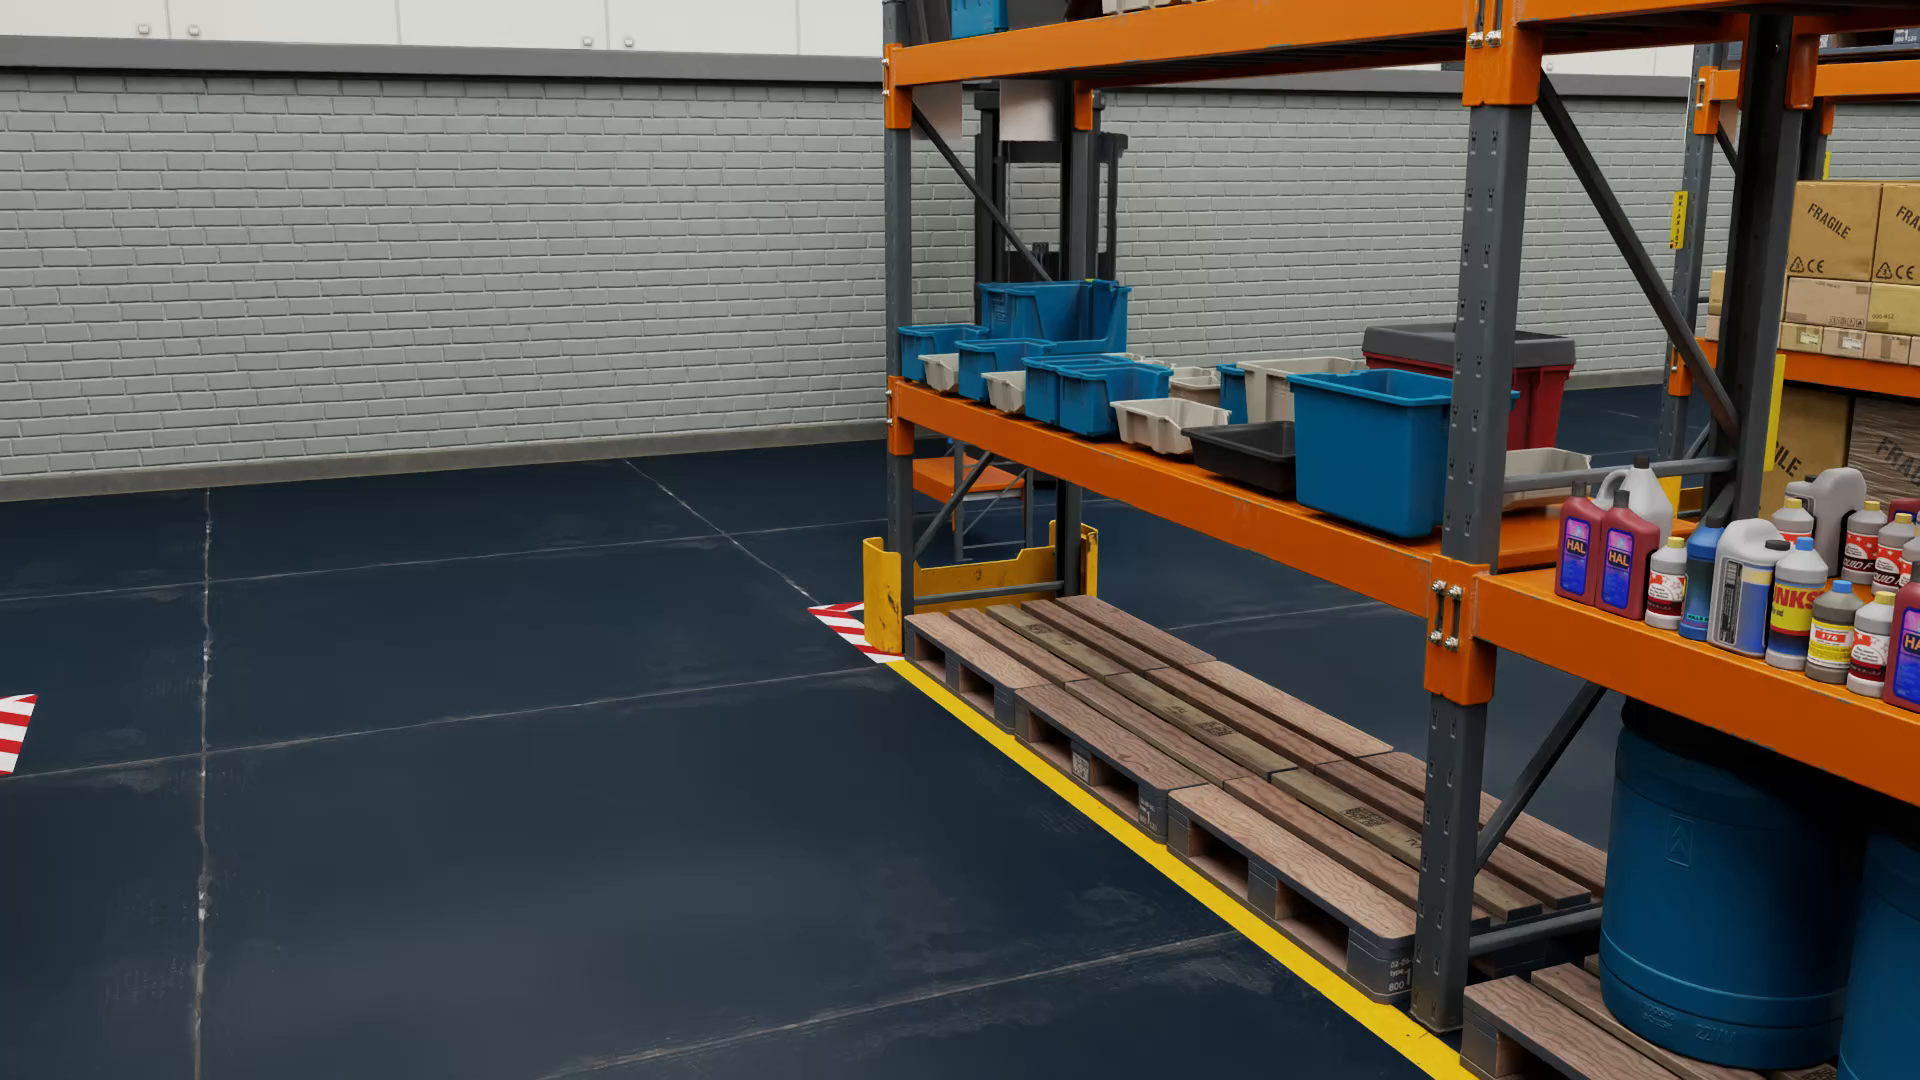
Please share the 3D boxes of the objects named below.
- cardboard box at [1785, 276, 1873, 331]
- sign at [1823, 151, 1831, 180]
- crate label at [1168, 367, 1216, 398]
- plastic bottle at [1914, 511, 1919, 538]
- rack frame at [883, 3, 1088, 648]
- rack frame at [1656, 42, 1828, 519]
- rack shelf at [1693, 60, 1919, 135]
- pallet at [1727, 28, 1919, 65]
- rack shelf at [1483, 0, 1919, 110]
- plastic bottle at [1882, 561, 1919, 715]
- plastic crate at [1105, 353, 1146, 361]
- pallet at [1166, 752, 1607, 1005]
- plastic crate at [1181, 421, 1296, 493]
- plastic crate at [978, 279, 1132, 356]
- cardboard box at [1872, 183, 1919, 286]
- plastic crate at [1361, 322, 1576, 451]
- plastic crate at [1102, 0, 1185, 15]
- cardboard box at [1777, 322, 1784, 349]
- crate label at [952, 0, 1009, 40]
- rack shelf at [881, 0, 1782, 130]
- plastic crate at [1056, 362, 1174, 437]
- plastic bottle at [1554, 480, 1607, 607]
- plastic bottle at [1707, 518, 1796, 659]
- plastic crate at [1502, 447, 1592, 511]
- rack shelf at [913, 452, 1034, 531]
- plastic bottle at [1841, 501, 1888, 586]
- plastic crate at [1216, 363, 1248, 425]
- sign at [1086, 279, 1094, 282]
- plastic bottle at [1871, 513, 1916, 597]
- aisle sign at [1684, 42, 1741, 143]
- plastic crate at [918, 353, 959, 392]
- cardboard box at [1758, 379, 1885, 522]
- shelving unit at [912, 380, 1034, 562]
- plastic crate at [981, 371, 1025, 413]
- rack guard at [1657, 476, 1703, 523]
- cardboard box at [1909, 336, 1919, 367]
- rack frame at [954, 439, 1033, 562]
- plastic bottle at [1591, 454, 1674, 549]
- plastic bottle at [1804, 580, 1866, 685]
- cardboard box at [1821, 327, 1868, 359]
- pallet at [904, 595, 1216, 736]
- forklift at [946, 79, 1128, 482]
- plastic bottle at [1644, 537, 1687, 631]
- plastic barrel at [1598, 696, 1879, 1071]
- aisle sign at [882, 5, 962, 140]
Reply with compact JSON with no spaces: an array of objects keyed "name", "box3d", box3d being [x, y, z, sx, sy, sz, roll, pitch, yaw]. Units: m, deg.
[{"name":"cardboard box","box3d":[4.828,-1.281,8.927,0.500,0.250,0.500,-6,14,-24]},{"name":"sign","box3d":[5.171,-2.166,9.981,0.100,0.325,0.005,-6,14,-23]},{"name":"crate label","box3d":[0.860,-0.625,6.868,0.396,0.136,0.243,-6,14,-23]},{"name":"plastic bottle","box3d":[2.333,0.022,3.898,0.152,0.276,0.135,-6,14,-23]},{"name":"rack frame","box3d":[0.130,-0.993,8.006,1.000,3.000,0.127,-6,14,-23]},{"name":"rack frame","box3d":[4.669,-1.440,9.939,1.000,3.000,0.127,-6,14,-23]},{"name":"rack shelf","box3d":[5.470,-2.138,7.897,1.077,0.370,4.000,-6,14,-23]},{"name":"pallet","box3d":[4.975,-2.706,8.953,1.003,0.211,1.213,-6,14,-23]},{"name":"rack shelf","box3d":[2.534,-0.864,2.393,1.077,0.370,4.000,-6,14,-23]},{"name":"plastic bottle","box3d":[1.844,0.188,3.162,0.061,0.283,0.133,-6,14,-23]},{"name":"plastic crate","box3d":[0.623,-0.741,7.372,0.396,0.136,0.243,-6,14,-23]},{"name":"pallet","box3d":[1.403,1.044,5.391,1.003,0.211,1.213,-6,14,-23]},{"name":"plastic crate","box3d":[1.038,-0.268,5.354,0.437,0.125,0.590,-6,14,-23]},{"name":"plastic crate","box3d":[0.436,-0.987,7.769,0.616,0.435,0.499,-6,14,-23]},{"name":"cardboard box","box3d":[5.027,-1.544,8.398,0.500,0.500,0.500,-6,14,-24]},{"name":"plastic crate","box3d":[1.605,-0.434,5.316,0.402,0.464,0.583,-6,14,-23]},{"name":"plastic crate","box3d":[0.735,-1.910,5.582,0.437,0.282,0.530,-6,14,-23]},{"name":"cardboard box","box3d":[4.612,-1.162,9.293,0.380,0.149,0.250,-6,14,-24]},{"name":"crate label","box3d":[0.204,-2.162,6.735,0.408,0.251,0.502,-6,14,-23]},{"name":"rack shelf","box3d":[0.932,-1.690,5.964,1.077,0.370,4.000,-6,14,-23]},{"name":"plastic crate","box3d":[0.575,-0.525,6.226,0.416,0.233,0.300,-6,14,-23]},{"name":"plastic bottle","box3d":[1.489,0.005,3.955,0.061,0.283,0.133,-6,14,-23]},{"name":"plastic bottle","box3d":[1.716,0.100,3.561,0.152,0.276,0.135,-6,14,-23]},{"name":"plastic crate","box3d":[1.677,-0.176,4.930,0.396,0.136,0.243,-6,14,-23]},{"name":"rack shelf","box3d":[-0.003,-0.311,10.304,0.538,0.278,1.000,-6,14,-23]},{"name":"plastic bottle","box3d":[2.258,0.004,4.139,0.097,0.201,0.097,0,13,0]},{"name":"plastic crate","box3d":[1.188,-0.539,6.285,0.416,0.233,0.300,-6,14,-23]},{"name":"sign","box3d":[0.628,-1.125,8.217,0.100,0.325,0.005,-6,14,-23]},{"name":"plastic bottle","box3d":[2.256,0.037,3.997,0.097,0.201,0.097,0,13,0]},{"name":"aisle sign","box3d":[4.365,-2.694,9.593,0.394,0.787,0.004,-6,14,-23]},{"name":"plastic crate","box3d":[-0.020,-0.739,7.362,0.250,0.136,0.298,-6,14,-23]},{"name":"cardboard box","box3d":[4.998,-0.484,9.591,0.875,0.875,0.875,-6,14,-23]},{"name":"shelving unit","box3d":[-0.003,-0.549,10.249,0.538,1.125,1.048,-6,14,-23]},{"name":"plastic crate","box3d":[0.252,-0.599,6.756,0.250,0.136,0.298,-6,14,-23]},{"name":"rack guard","box3d":[4.659,-0.227,10.242,1.175,0.500,0.348,-6,14,-23]},{"name":"cardboard box","box3d":[5.026,-0.949,8.375,0.380,0.149,0.250,-6,14,-24]},{"name":"rack frame","box3d":[0.201,-0.444,9.795,0.500,1.125,0.032,-6,14,-23]},{"name":"plastic bottle","box3d":[1.593,-0.032,3.964,0.144,0.351,0.185,-6,14,-23]},{"name":"plastic bottle","box3d":[1.776,0.183,3.368,0.097,0.201,0.097,0,13,0]},{"name":"cardboard box","box3d":[4.821,-1.055,8.832,0.380,0.149,0.250,-6,14,-24]},{"name":"pallet","box3d":[0.425,0.540,7.569,1.003,0.211,1.213,-6,14,-23]},{"name":"forklift","box3d":[0.705,-2.121,13.036,1.130,2.935,3.031,3,13,12]},{"name":"plastic bottle","box3d":[1.605,0.095,3.749,0.097,0.201,0.097,0,13,0]},{"name":"plastic barrel","box3d":[1.935,0.765,4.132,0.600,0.901,0.708,-6,14,-23]},{"name":"aisle sign","box3d":[-0.171,-2.247,7.661,0.394,0.787,0.004,-6,14,-23]}]
